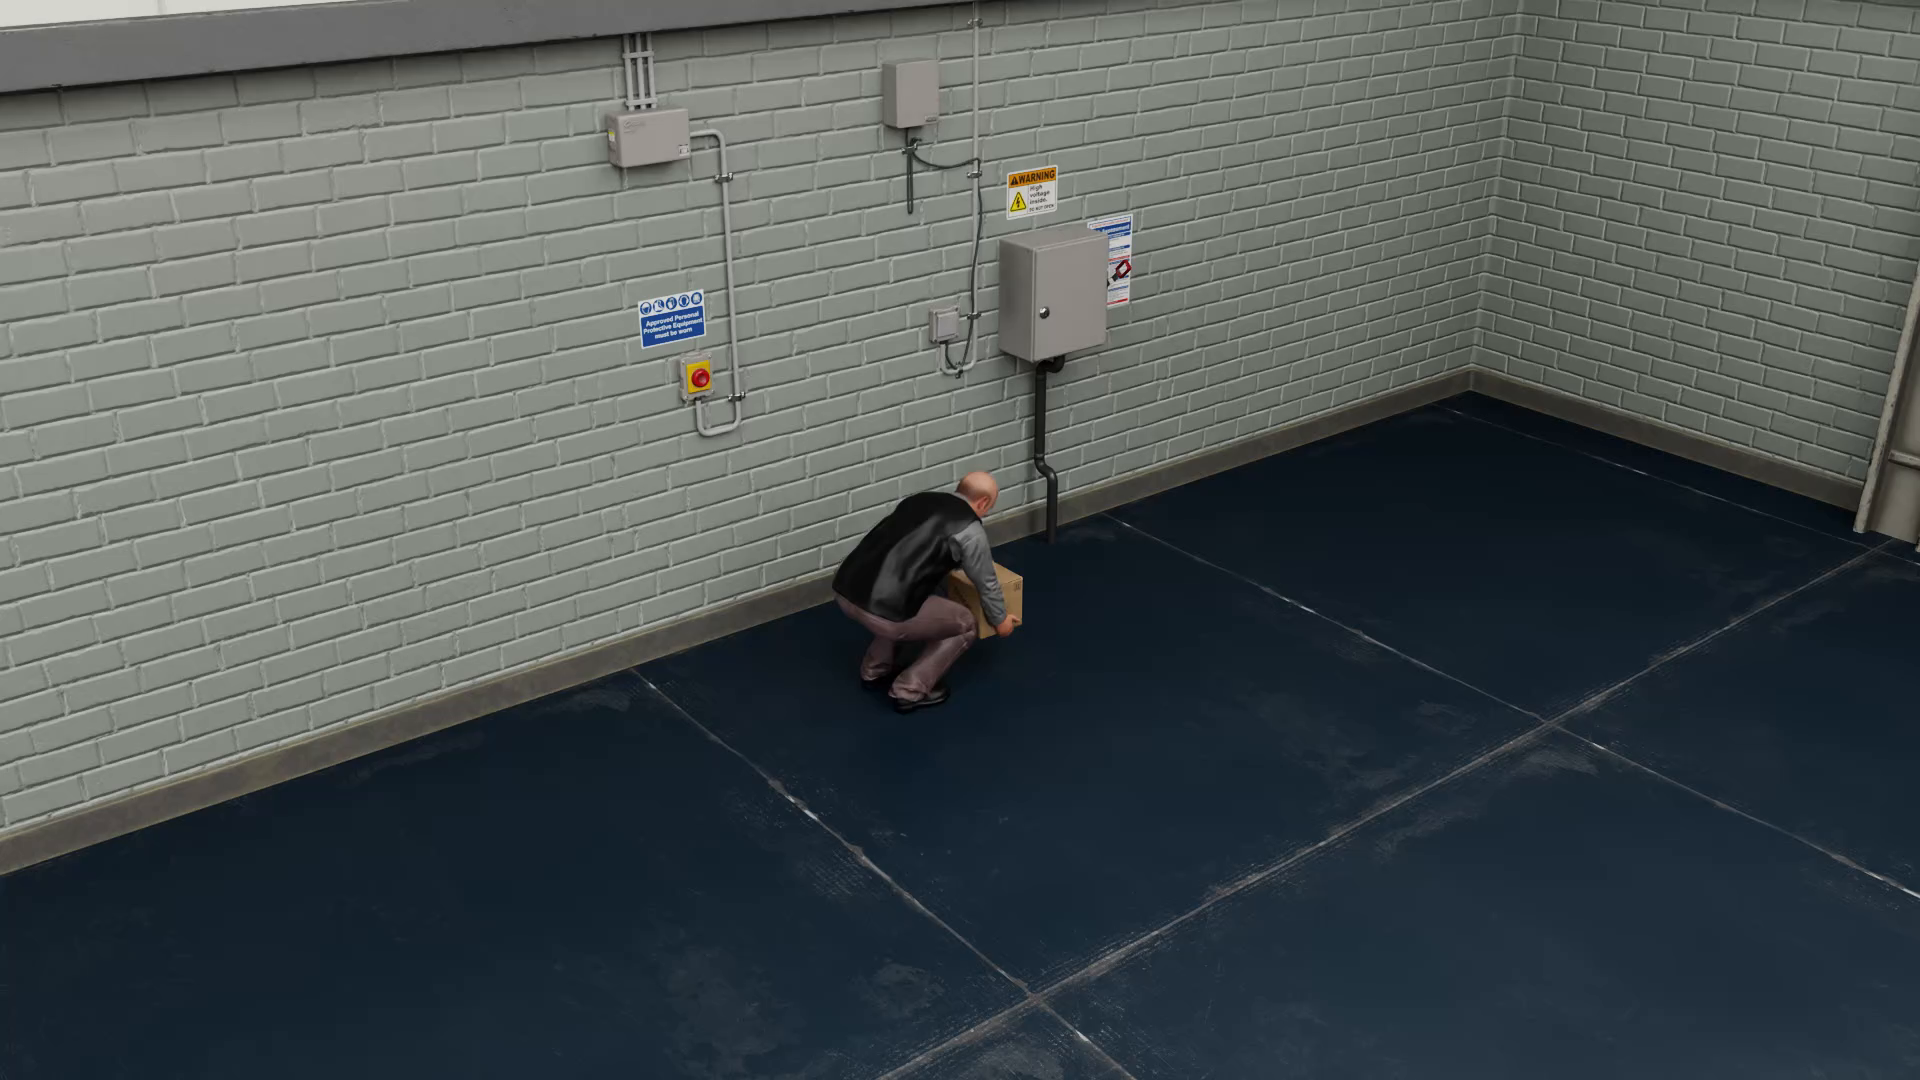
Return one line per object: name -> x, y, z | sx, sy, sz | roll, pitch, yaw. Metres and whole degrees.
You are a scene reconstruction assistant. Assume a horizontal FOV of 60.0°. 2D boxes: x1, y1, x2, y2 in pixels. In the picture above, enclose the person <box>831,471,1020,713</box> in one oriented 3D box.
person -> -0.154, 0.230, 7.564 | 0.896, 0.956, 0.509 | -19, 31, -35
